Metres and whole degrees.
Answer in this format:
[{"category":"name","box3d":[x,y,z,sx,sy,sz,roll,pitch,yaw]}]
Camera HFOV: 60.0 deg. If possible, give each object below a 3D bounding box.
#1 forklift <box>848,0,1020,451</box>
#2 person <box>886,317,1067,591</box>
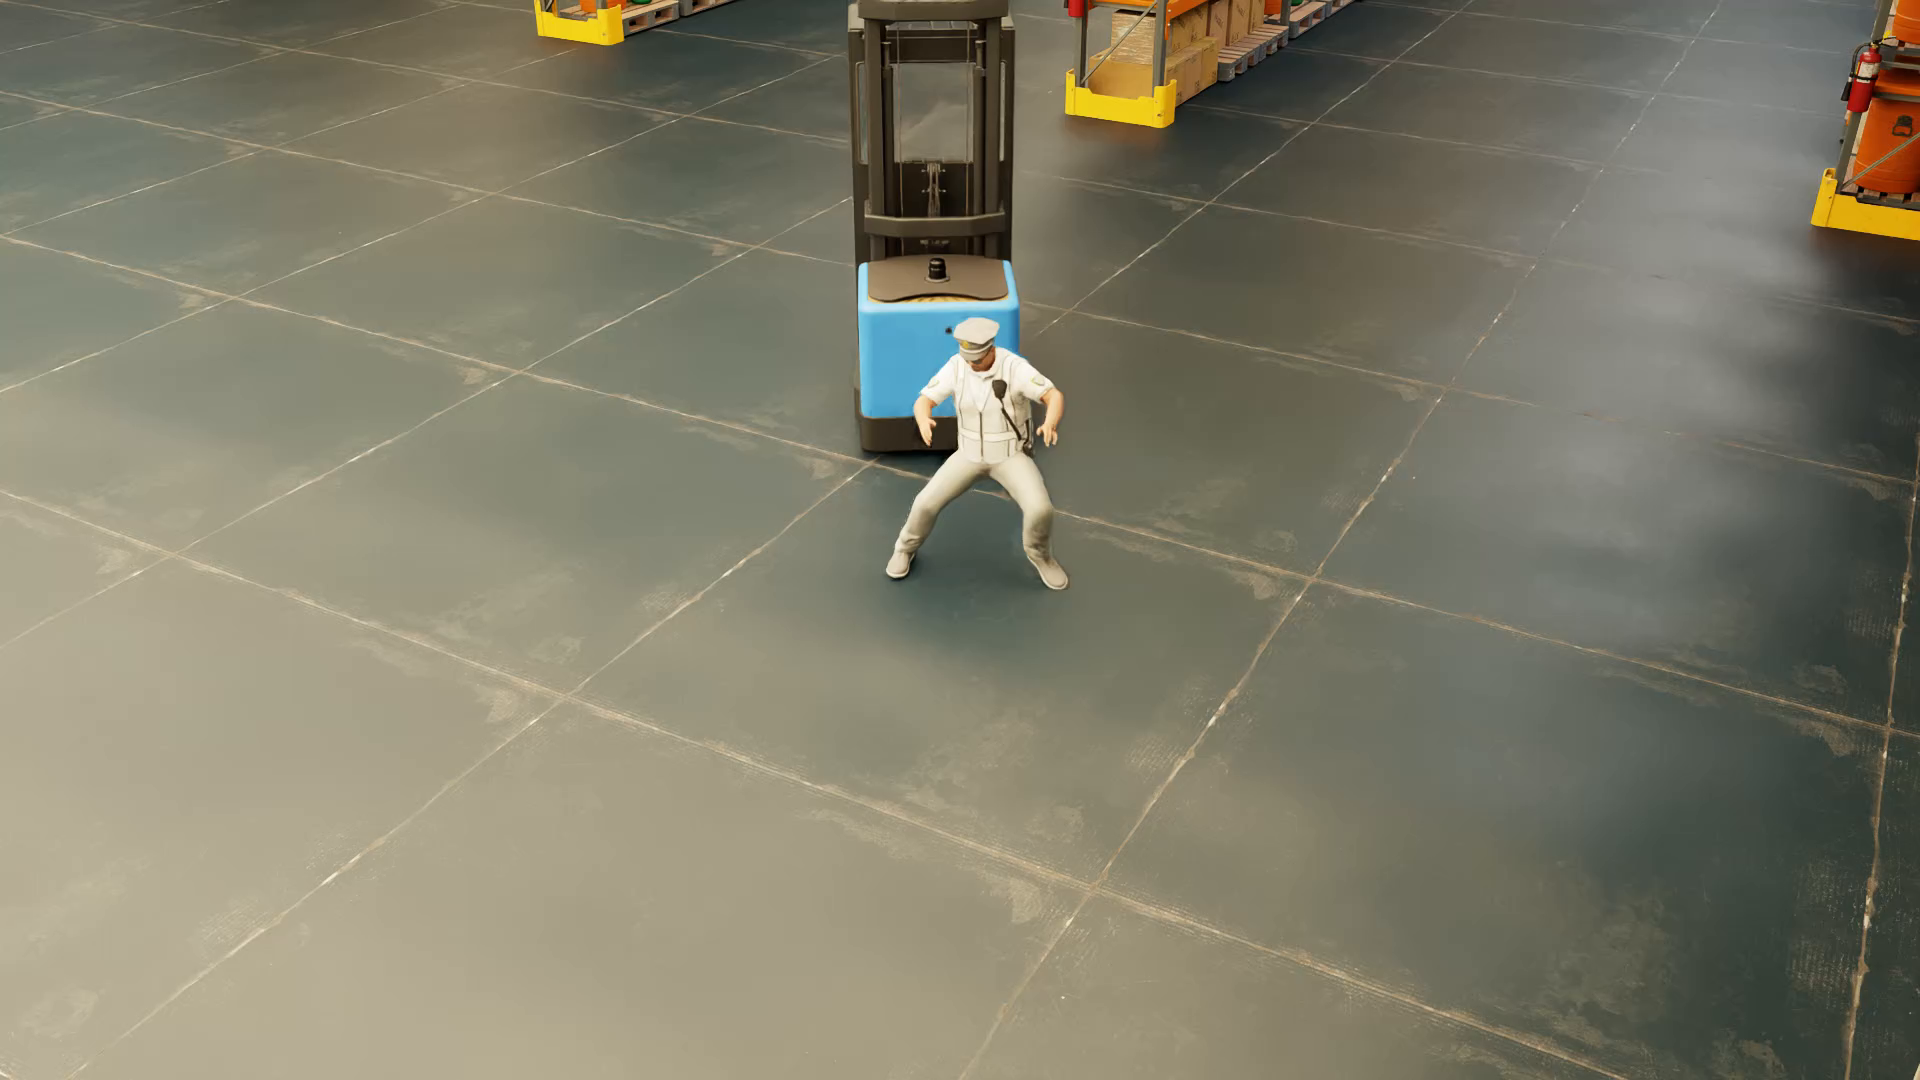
[{"category":"forklift","box3d":[-0.198,-2.553,11.494,1.130,2.935,3.031,-1,30,-2]},{"category":"person","box3d":[0.119,-0.469,9.297,1.044,1.526,0.772,12,32,20]}]
